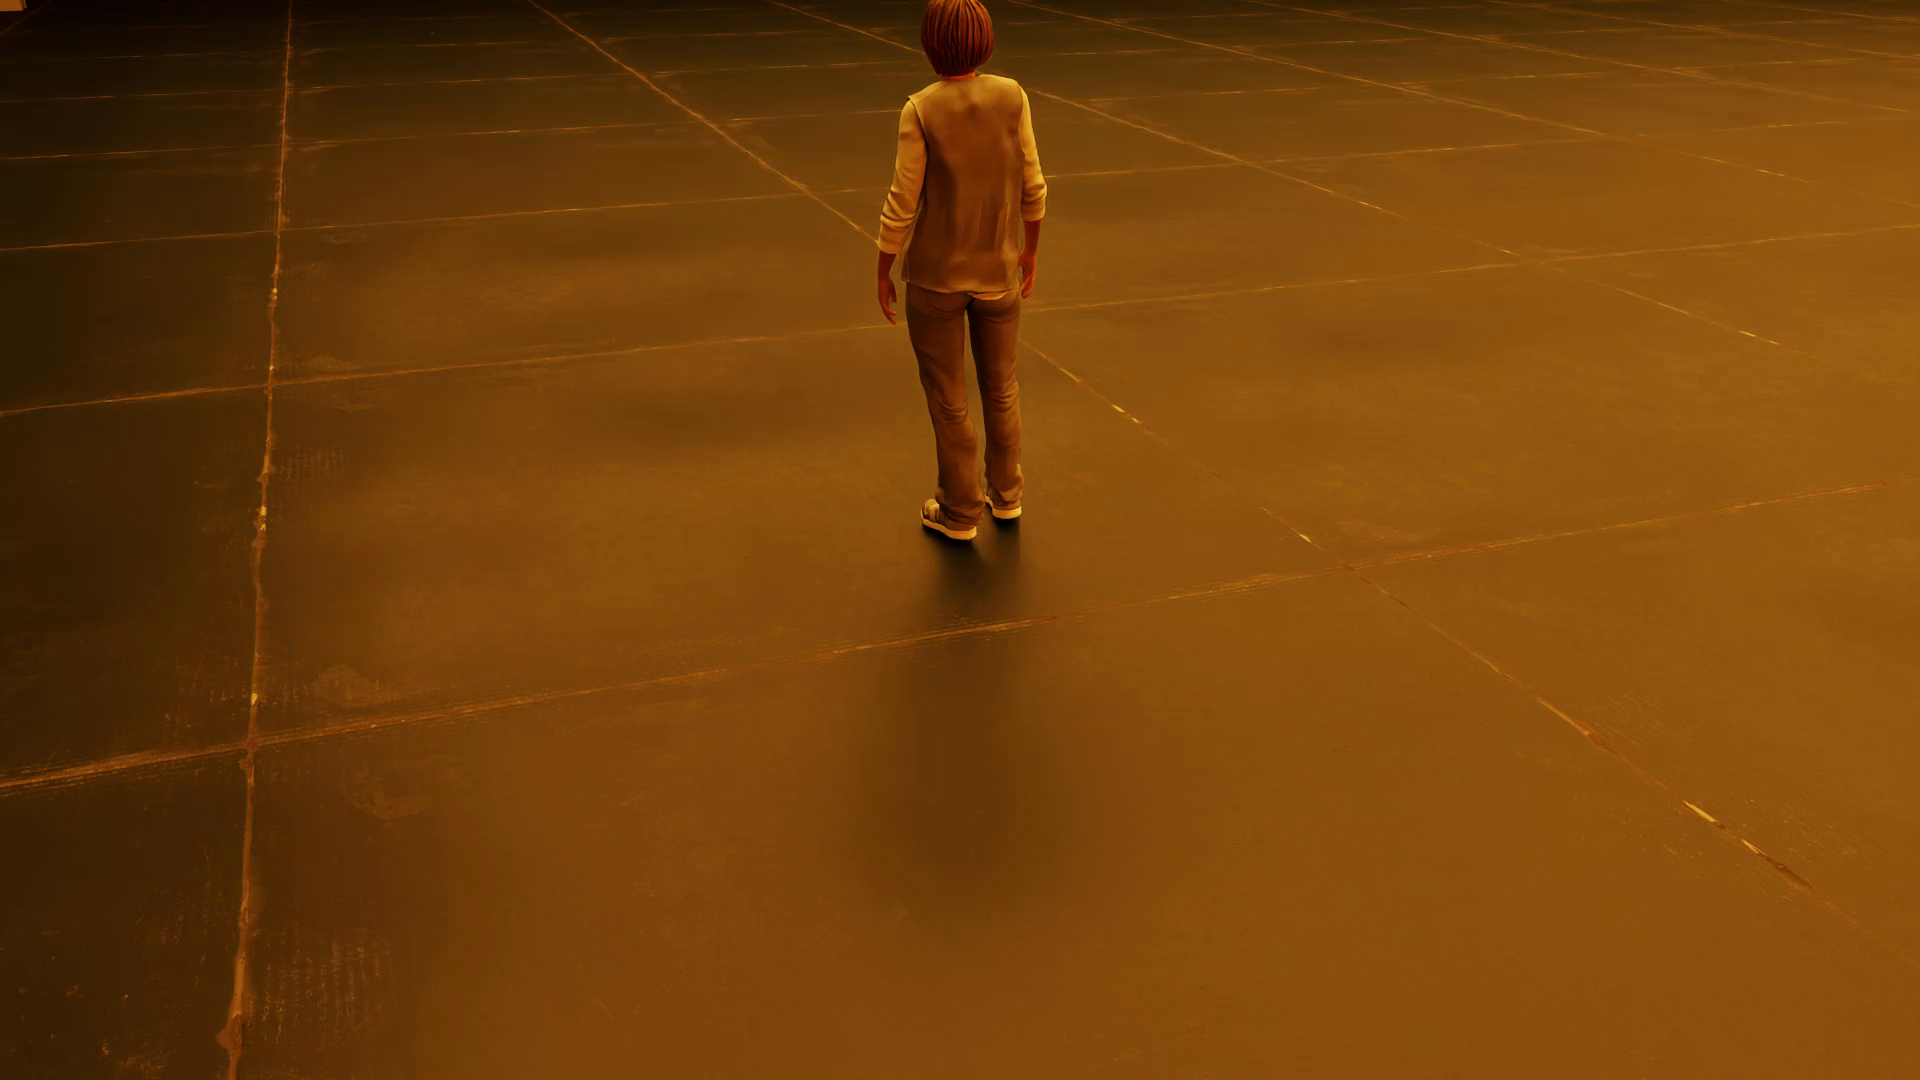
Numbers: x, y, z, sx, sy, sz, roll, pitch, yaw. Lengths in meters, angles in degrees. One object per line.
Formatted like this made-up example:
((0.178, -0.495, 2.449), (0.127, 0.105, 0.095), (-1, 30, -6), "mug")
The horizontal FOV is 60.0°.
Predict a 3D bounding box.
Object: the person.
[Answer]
((-0.012, -0.772, 4.835), (0.520, 1.597, 0.475), (-8, 24, -18), "person")
